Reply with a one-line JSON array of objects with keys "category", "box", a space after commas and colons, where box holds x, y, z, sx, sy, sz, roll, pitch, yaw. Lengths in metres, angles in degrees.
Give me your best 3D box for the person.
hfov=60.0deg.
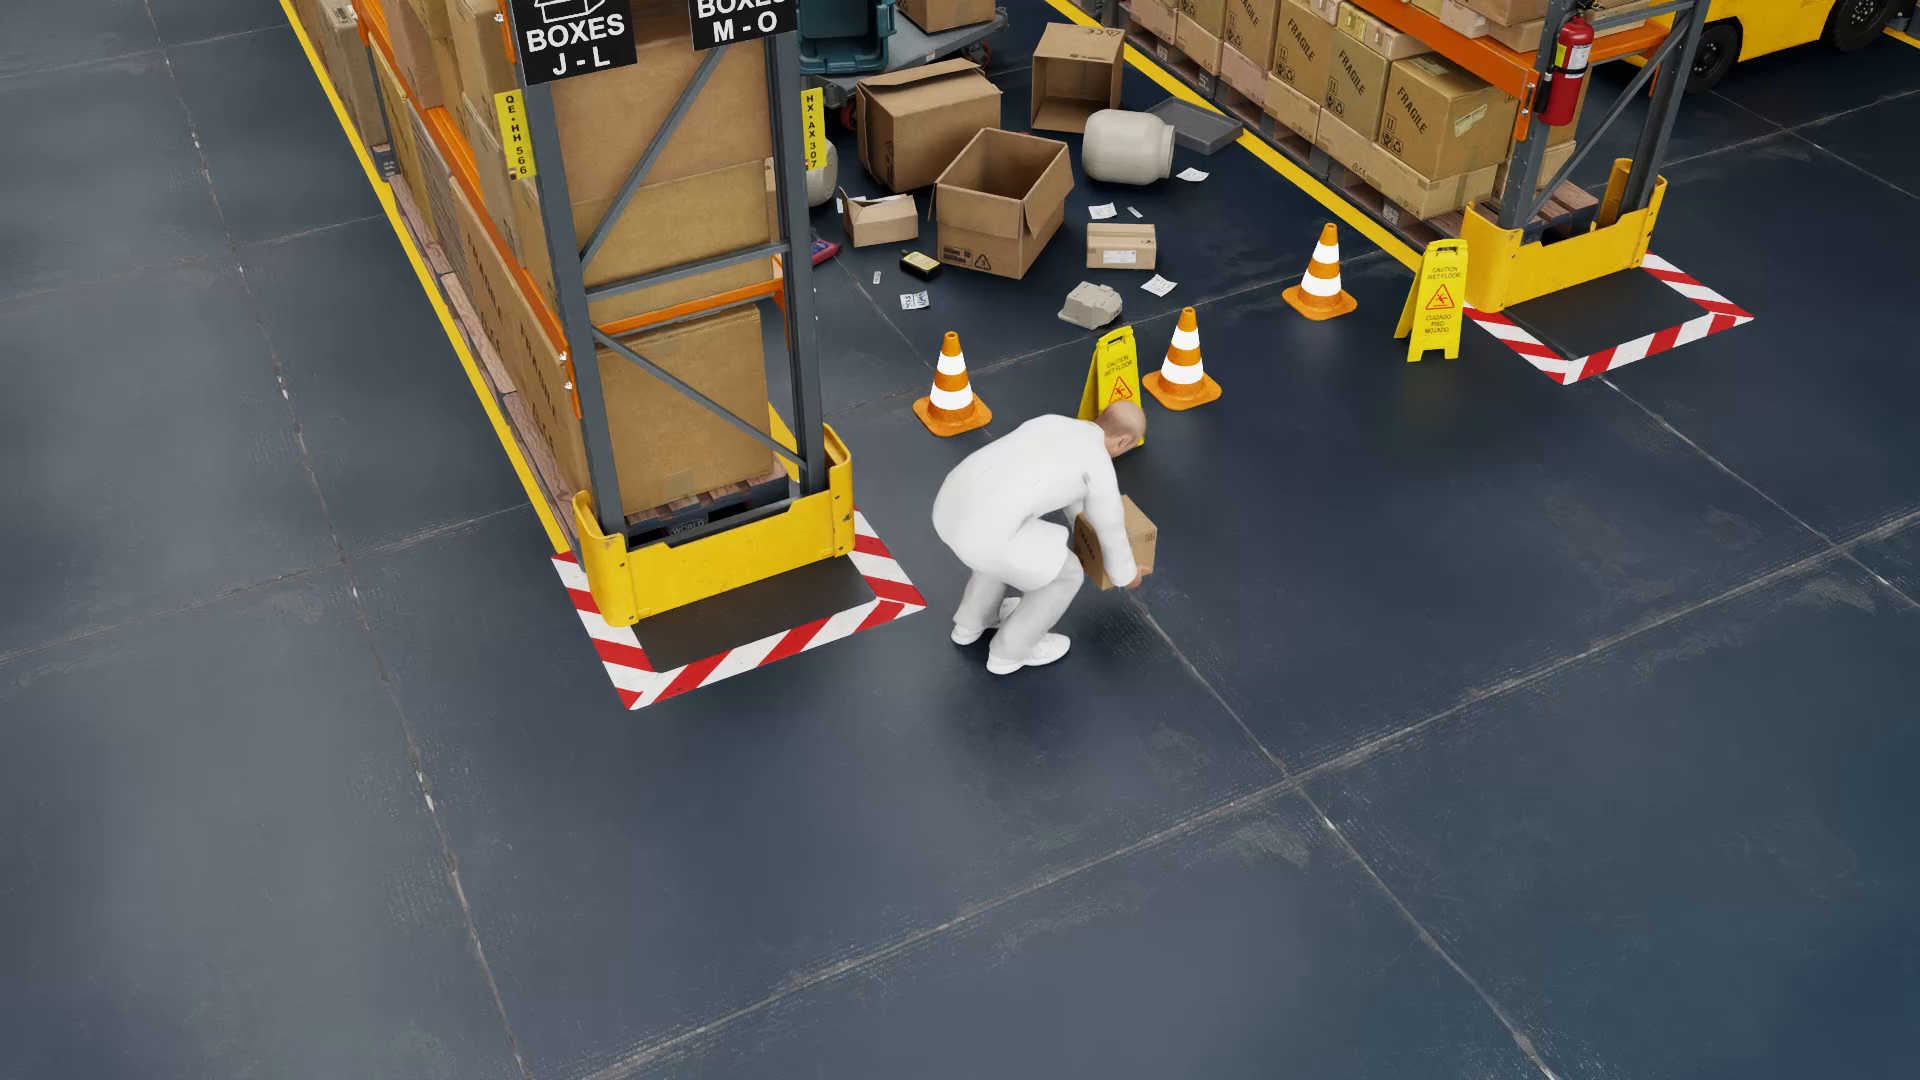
[{"category": "person", "box": [0.333, -0.005, 6.736, 0.943, 1.046, 0.584, -21, 45, -23]}]
